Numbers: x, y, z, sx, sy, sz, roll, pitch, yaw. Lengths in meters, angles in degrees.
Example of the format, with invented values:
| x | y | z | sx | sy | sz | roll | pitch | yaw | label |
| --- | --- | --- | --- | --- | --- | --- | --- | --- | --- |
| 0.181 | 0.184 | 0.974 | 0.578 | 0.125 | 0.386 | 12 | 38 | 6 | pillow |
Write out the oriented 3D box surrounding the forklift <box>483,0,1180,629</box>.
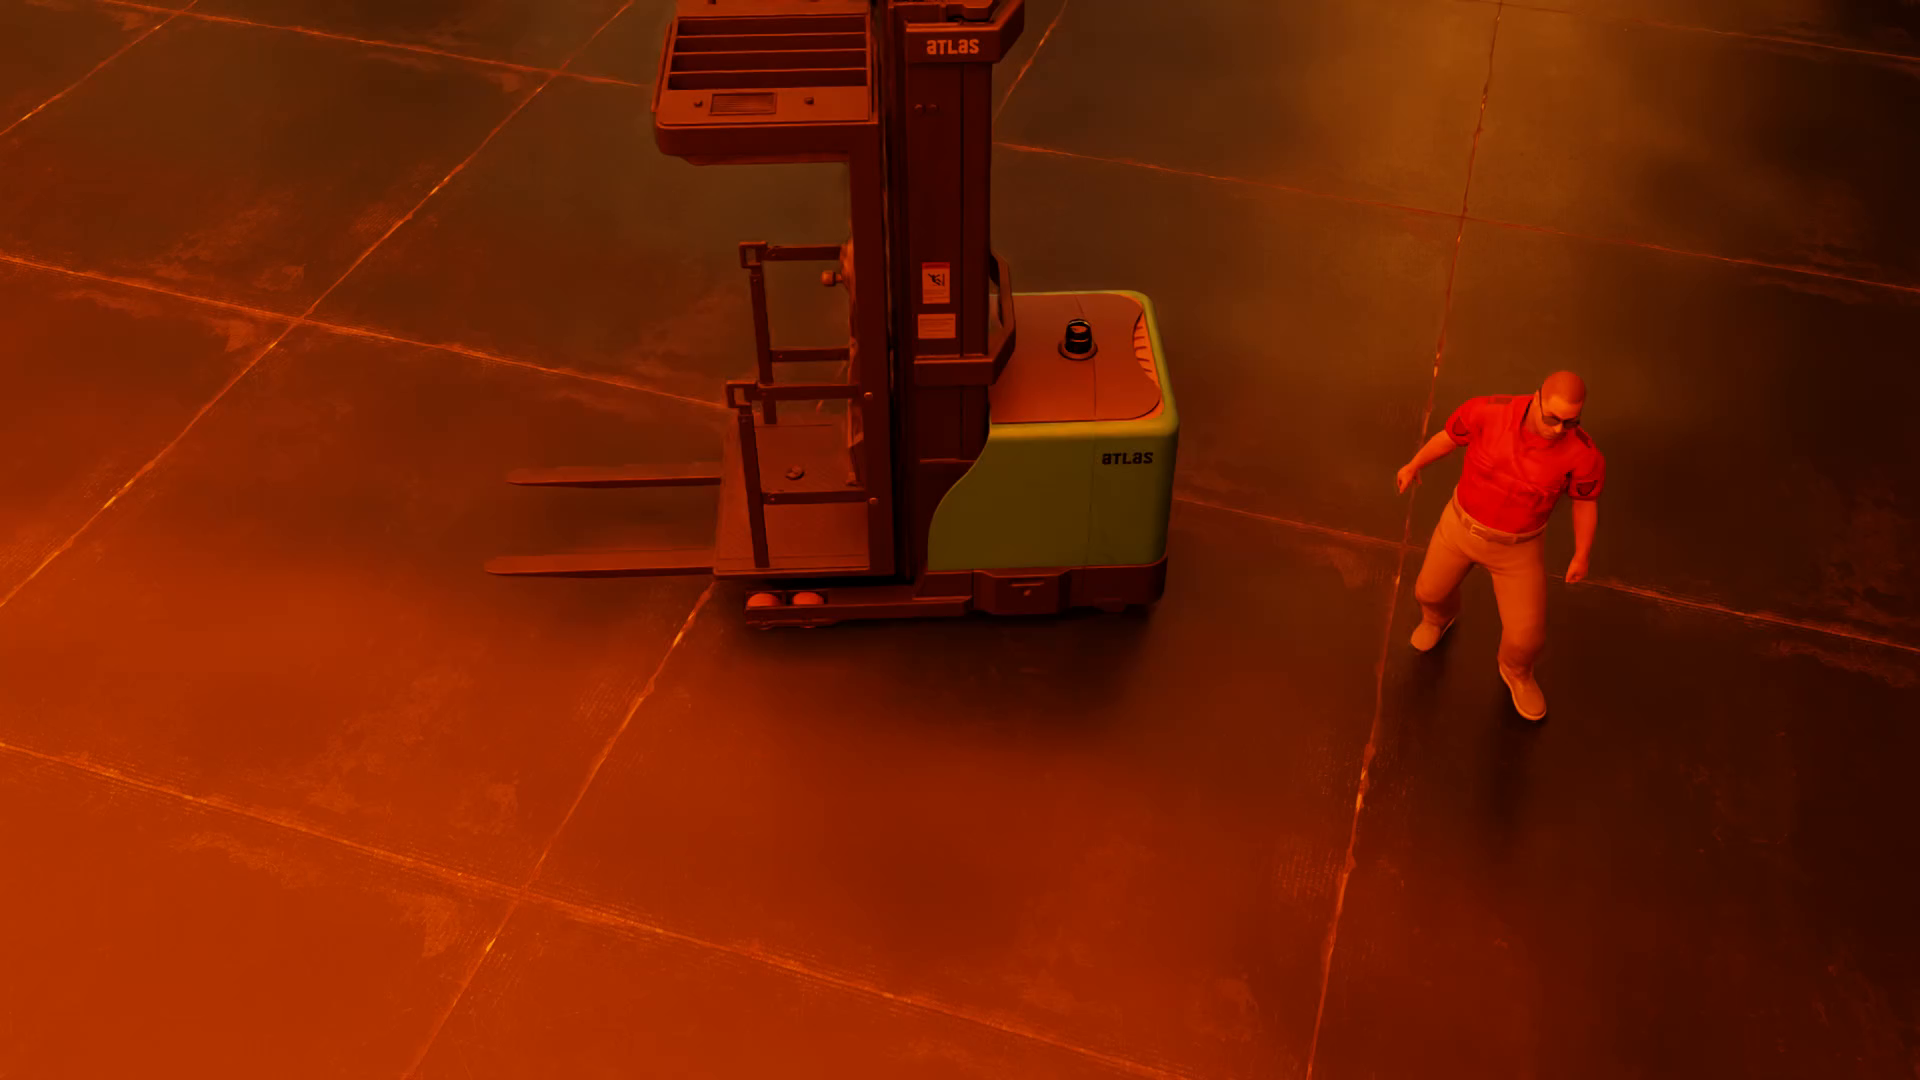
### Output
| x | y | z | sx | sy | sz | roll | pitch | yaw | label |
| --- | --- | --- | --- | --- | --- | --- | --- | --- | --- |
| -0.614 | -1.045 | 6.812 | 3.031 | 2.935 | 1.130 | -2 | 43 | -2 | forklift |

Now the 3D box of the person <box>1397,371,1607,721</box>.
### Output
| x | y | z | sx | sy | sz | roll | pitch | yaw | label |
| --- | --- | --- | --- | --- | --- | --- | --- | --- | --- |
| 2.166 | -0.065 | 6.734 | 0.888 | 1.714 | 0.494 | 26 | 49 | 26 | person |
